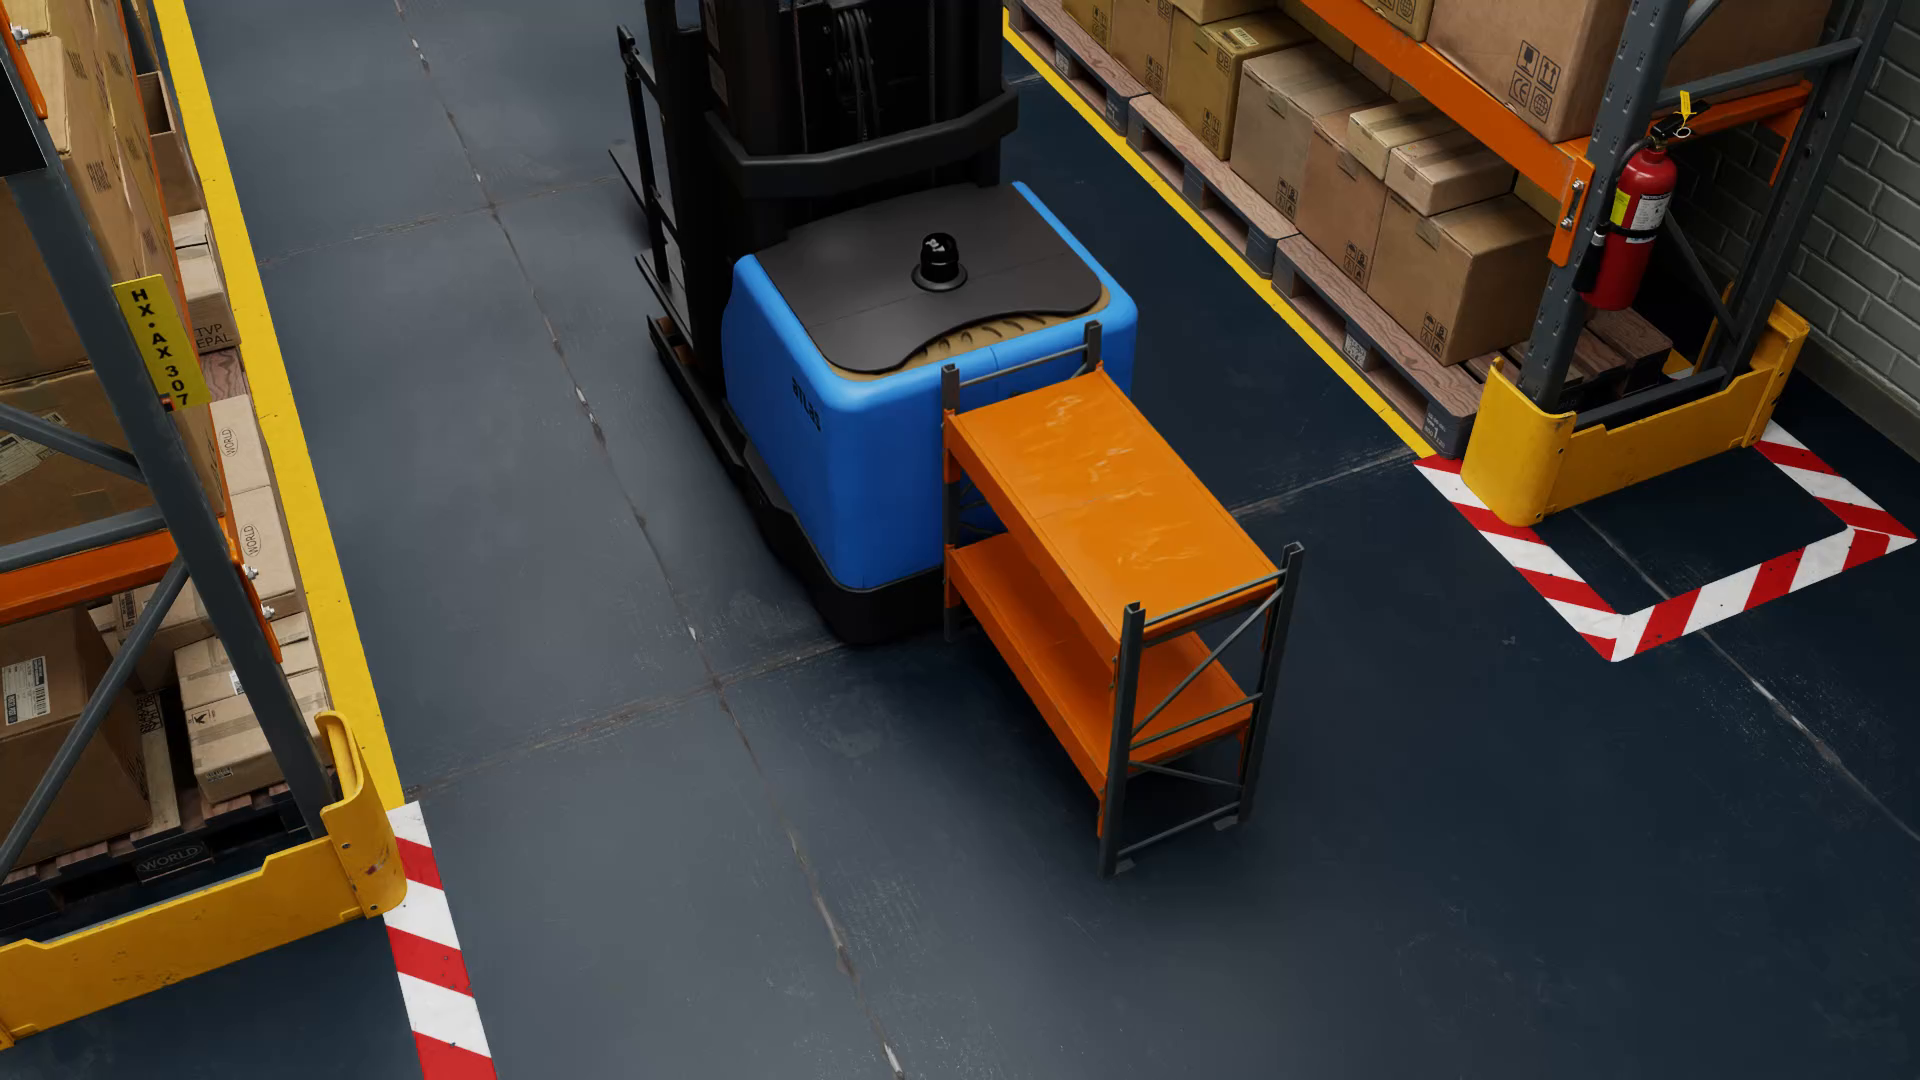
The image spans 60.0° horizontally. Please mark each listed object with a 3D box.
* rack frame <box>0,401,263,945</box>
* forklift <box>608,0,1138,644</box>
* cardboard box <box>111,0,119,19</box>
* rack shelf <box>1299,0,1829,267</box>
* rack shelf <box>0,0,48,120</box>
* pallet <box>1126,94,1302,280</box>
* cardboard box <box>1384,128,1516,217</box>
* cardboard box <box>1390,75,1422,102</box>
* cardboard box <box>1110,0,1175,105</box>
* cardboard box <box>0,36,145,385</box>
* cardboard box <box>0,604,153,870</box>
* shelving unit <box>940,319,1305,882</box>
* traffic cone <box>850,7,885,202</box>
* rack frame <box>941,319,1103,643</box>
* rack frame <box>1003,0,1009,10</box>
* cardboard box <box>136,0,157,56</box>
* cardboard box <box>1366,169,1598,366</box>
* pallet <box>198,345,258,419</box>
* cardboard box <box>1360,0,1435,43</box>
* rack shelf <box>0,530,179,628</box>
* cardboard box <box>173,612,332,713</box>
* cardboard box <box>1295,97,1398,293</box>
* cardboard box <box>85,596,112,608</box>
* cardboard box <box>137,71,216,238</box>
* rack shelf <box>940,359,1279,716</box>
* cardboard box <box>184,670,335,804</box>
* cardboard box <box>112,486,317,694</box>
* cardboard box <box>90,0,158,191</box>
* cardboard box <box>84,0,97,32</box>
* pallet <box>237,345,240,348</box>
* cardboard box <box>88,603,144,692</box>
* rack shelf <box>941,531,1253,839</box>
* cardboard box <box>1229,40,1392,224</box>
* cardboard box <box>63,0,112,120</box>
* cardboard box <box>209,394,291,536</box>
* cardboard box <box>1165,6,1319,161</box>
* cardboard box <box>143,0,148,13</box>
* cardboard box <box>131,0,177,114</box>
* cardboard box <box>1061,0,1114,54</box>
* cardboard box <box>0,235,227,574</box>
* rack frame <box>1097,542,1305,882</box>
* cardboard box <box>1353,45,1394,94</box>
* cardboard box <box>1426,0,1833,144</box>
[{"bbox_3d":[-2.120,0.070,3.543,0.949,2.616,0.053,-18,47,-17],"label":"rack frame"},{"bbox_3d":[-0.551,-1.752,5.439,1.130,2.935,3.031,-19,48,-18],"label":"forklift"},{"bbox_3d":[-3.144,-1.942,5.512,0.500,0.500,0.500,-17,47,-16],"label":"cardboard box"},{"bbox_3d":[1.529,-2.412,6.571,1.077,0.370,4.000,-18,47,-17],"label":"rack shelf"},{"bbox_3d":[-2.964,-2.015,4.033,1.077,0.370,4.000,-18,47,-17],"label":"rack shelf"},{"bbox_3d":[1.453,-1.664,7.286,1.003,0.211,1.213,-18,47,-17],"label":"pallet"},{"bbox_3d":[1.765,-1.329,5.980,0.380,0.149,0.250,-19,48,-18],"label":"cardboard box"},{"bbox_3d":[1.900,-1.763,6.420,0.380,0.149,0.250,-18,47,-17],"label":"cardboard box"},{"bbox_3d":[1.117,-2.375,7.502,0.700,0.500,0.500,-18,48,-18],"label":"cardboard box"},{"bbox_3d":[-2.071,-0.681,3.521,0.500,0.500,0.500,-17,47,-16],"label":"cardboard box"},{"bbox_3d":[-2.575,0.531,4.543,0.500,0.500,0.500,-18,47,-17],"label":"cardboard box"},{"bbox_3d":[0.402,0.170,4.777,0.538,1.125,1.048,-19,48,-18],"label":"shelving unit"},{"bbox_3d":[-0.314,-1.197,5.421,0.062,1.202,0.307,-18,47,-17],"label":"traffic cone"},{"bbox_3d":[0.179,-0.151,5.102,0.500,1.125,0.032,-19,48,-18],"label":"rack frame"},{"bbox_3d":[0.688,-3.943,7.610,1.000,3.000,0.127,-18,47,-17],"label":"rack frame"},{"bbox_3d":[-4.022,-2.461,7.575,0.500,0.500,0.500,-17,47,-17],"label":"cardboard box"},{"bbox_3d":[1.985,-1.070,6.180,0.700,0.500,0.500,-18,47,-17],"label":"cardboard box"},{"bbox_3d":[-3.000,-0.269,5.872,1.003,0.211,1.213,-18,47,-17],"label":"pallet"},{"bbox_3d":[1.830,-2.283,5.715,0.980,0.700,0.700,-18,48,-18],"label":"cardboard box"},{"bbox_3d":[-2.964,-1.017,5.018,0.919,0.124,3.809,-18,47,-17],"label":"rack shelf"},{"bbox_3d":[-2.093,0.396,4.917,0.380,0.166,0.250,-18,47,-17],"label":"cardboard box"},{"bbox_3d":[1.774,-1.389,6.503,0.700,0.500,0.500,-18,47,-18],"label":"cardboard box"},{"bbox_3d":[-2.948,0.005,5.253,0.500,0.250,0.500,-18,47,-17],"label":"cardboard box"},{"bbox_3d":[-3.308,-1.465,6.566,0.500,0.500,0.500,-18,47,-17],"label":"cardboard box"},{"bbox_3d":[0.402,-0.039,4.572,0.538,0.278,1.000,-19,48,-18],"label":"rack shelf"},{"bbox_3d":[-1.988,0.561,4.762,0.380,0.149,0.250,-18,47,-17],"label":"cardboard box"},{"bbox_3d":[-2.305,0.145,5.112,0.500,0.250,0.500,-18,47,-17],"label":"cardboard box"},{"bbox_3d":[-2.710,-1.292,4.852,0.500,0.500,0.500,-17,47,-17],"label":"cardboard box"},{"bbox_3d":[-2.718,-1.655,4.509,0.500,0.500,0.500,-18,48,-18],"label":"cardboard box"},{"bbox_3d":[-3.517,-1.047,6.661,1.003,0.211,1.213,-18,47,-17],"label":"pallet"},{"bbox_3d":[-2.664,0.365,4.949,0.380,0.166,0.250,-18,47,-17],"label":"cardboard box"},{"bbox_3d":[0.402,0.344,4.949,0.538,0.278,1.000,-19,48,-18],"label":"rack shelf"},{"bbox_3d":[1.562,-1.709,6.827,0.700,0.500,0.500,-19,48,-19],"label":"cardboard box"},{"bbox_3d":[-2.503,-1.332,4.181,0.500,0.500,0.500,-17,47,-17],"label":"cardboard box"},{"bbox_3d":[-2.515,-0.174,5.435,0.500,0.250,0.500,-18,47,-17],"label":"cardboard box"},{"bbox_3d":[1.331,-2.047,7.170,0.700,0.500,0.500,-17,47,-16],"label":"cardboard box"},{"bbox_3d":[-4.225,-2.782,7.900,0.500,0.500,0.500,-17,47,-17],"label":"cardboard box"},{"bbox_3d":[-3.788,-2.125,7.234,0.500,0.500,0.500,-20,48,-19],"label":"cardboard box"},{"bbox_3d":[0.909,-2.696,7.827,0.700,0.500,0.500,-17,47,-17],"label":"cardboard box"},{"bbox_3d":[-2.071,-0.325,3.872,0.500,0.500,0.500,-17,47,-17],"label":"cardboard box"},{"bbox_3d":[0.625,0.490,4.452,0.500,1.125,0.032,-19,48,-18],"label":"rack frame"},{"bbox_3d":[1.792,-1.925,6.584,0.380,0.149,0.250,-17,47,-17],"label":"cardboard box"},{"bbox_3d":[2.146,-1.823,5.248,0.980,0.700,0.700,-16,47,-16],"label":"cardboard box"}]
